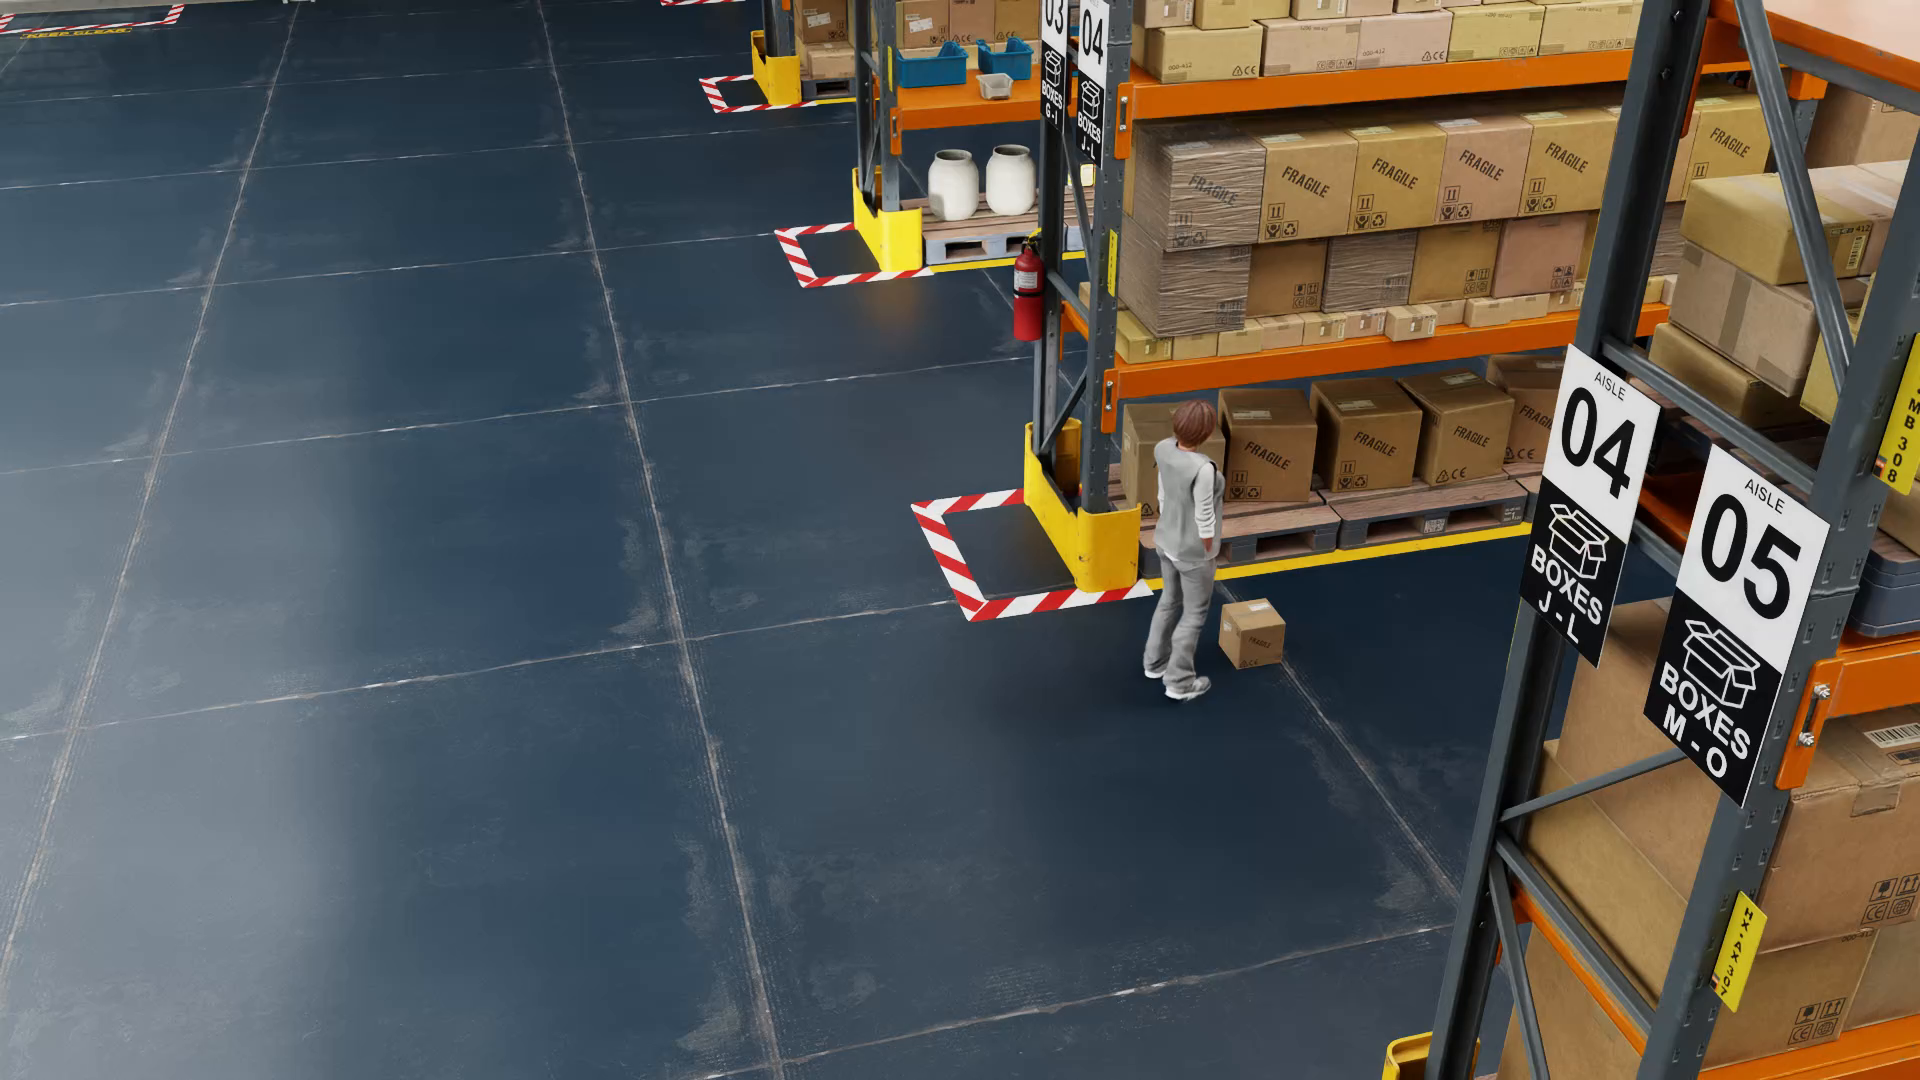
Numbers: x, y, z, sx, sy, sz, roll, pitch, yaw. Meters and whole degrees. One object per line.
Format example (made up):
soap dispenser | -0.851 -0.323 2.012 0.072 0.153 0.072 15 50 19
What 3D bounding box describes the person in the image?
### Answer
person | 1.103 0.038 8.190 0.305 1.601 0.407 -17 34 -26
